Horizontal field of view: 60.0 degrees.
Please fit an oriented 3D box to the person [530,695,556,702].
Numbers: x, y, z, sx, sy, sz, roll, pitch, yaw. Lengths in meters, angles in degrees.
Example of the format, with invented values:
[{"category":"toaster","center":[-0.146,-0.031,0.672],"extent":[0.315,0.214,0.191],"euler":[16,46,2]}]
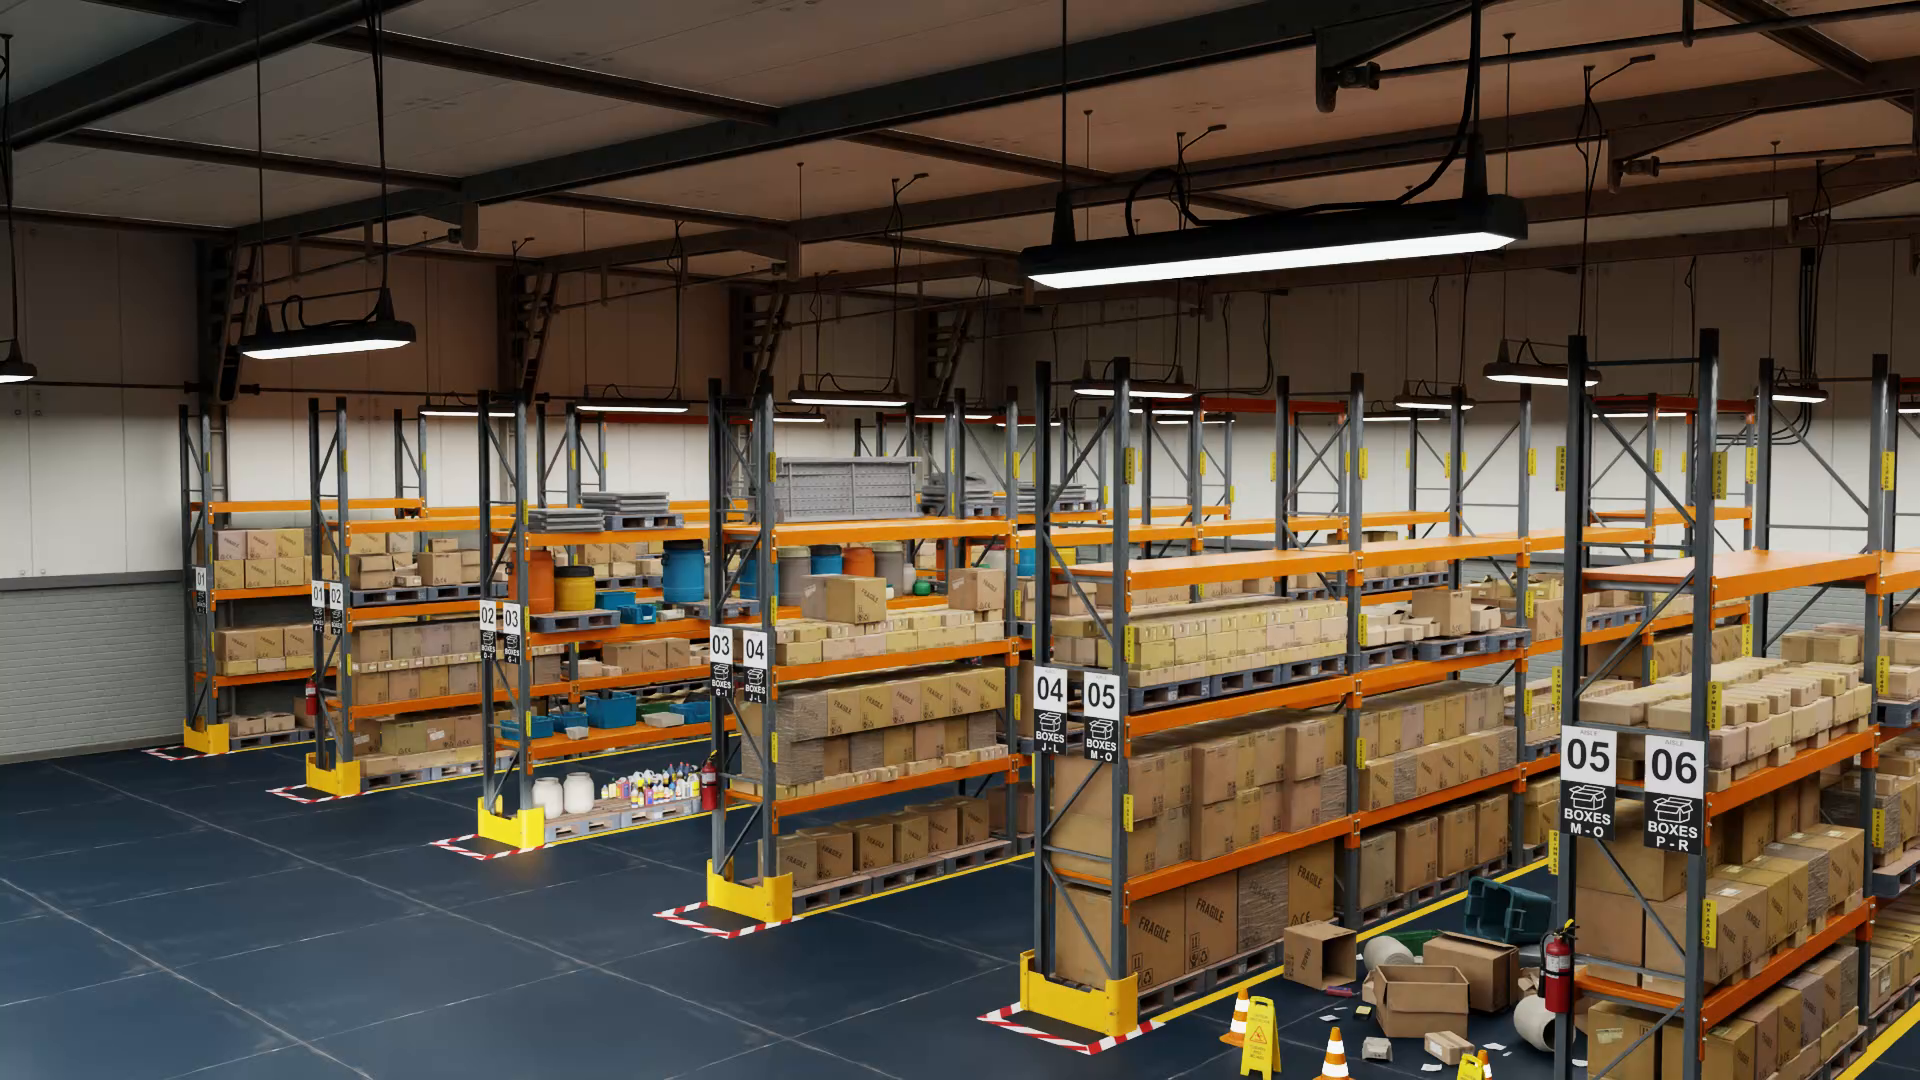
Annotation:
[{"category":"person","center":[-7.505,2.772,29.981],"extent":[0.484,1.724,0.661],"euler":[2,4,34]}]
